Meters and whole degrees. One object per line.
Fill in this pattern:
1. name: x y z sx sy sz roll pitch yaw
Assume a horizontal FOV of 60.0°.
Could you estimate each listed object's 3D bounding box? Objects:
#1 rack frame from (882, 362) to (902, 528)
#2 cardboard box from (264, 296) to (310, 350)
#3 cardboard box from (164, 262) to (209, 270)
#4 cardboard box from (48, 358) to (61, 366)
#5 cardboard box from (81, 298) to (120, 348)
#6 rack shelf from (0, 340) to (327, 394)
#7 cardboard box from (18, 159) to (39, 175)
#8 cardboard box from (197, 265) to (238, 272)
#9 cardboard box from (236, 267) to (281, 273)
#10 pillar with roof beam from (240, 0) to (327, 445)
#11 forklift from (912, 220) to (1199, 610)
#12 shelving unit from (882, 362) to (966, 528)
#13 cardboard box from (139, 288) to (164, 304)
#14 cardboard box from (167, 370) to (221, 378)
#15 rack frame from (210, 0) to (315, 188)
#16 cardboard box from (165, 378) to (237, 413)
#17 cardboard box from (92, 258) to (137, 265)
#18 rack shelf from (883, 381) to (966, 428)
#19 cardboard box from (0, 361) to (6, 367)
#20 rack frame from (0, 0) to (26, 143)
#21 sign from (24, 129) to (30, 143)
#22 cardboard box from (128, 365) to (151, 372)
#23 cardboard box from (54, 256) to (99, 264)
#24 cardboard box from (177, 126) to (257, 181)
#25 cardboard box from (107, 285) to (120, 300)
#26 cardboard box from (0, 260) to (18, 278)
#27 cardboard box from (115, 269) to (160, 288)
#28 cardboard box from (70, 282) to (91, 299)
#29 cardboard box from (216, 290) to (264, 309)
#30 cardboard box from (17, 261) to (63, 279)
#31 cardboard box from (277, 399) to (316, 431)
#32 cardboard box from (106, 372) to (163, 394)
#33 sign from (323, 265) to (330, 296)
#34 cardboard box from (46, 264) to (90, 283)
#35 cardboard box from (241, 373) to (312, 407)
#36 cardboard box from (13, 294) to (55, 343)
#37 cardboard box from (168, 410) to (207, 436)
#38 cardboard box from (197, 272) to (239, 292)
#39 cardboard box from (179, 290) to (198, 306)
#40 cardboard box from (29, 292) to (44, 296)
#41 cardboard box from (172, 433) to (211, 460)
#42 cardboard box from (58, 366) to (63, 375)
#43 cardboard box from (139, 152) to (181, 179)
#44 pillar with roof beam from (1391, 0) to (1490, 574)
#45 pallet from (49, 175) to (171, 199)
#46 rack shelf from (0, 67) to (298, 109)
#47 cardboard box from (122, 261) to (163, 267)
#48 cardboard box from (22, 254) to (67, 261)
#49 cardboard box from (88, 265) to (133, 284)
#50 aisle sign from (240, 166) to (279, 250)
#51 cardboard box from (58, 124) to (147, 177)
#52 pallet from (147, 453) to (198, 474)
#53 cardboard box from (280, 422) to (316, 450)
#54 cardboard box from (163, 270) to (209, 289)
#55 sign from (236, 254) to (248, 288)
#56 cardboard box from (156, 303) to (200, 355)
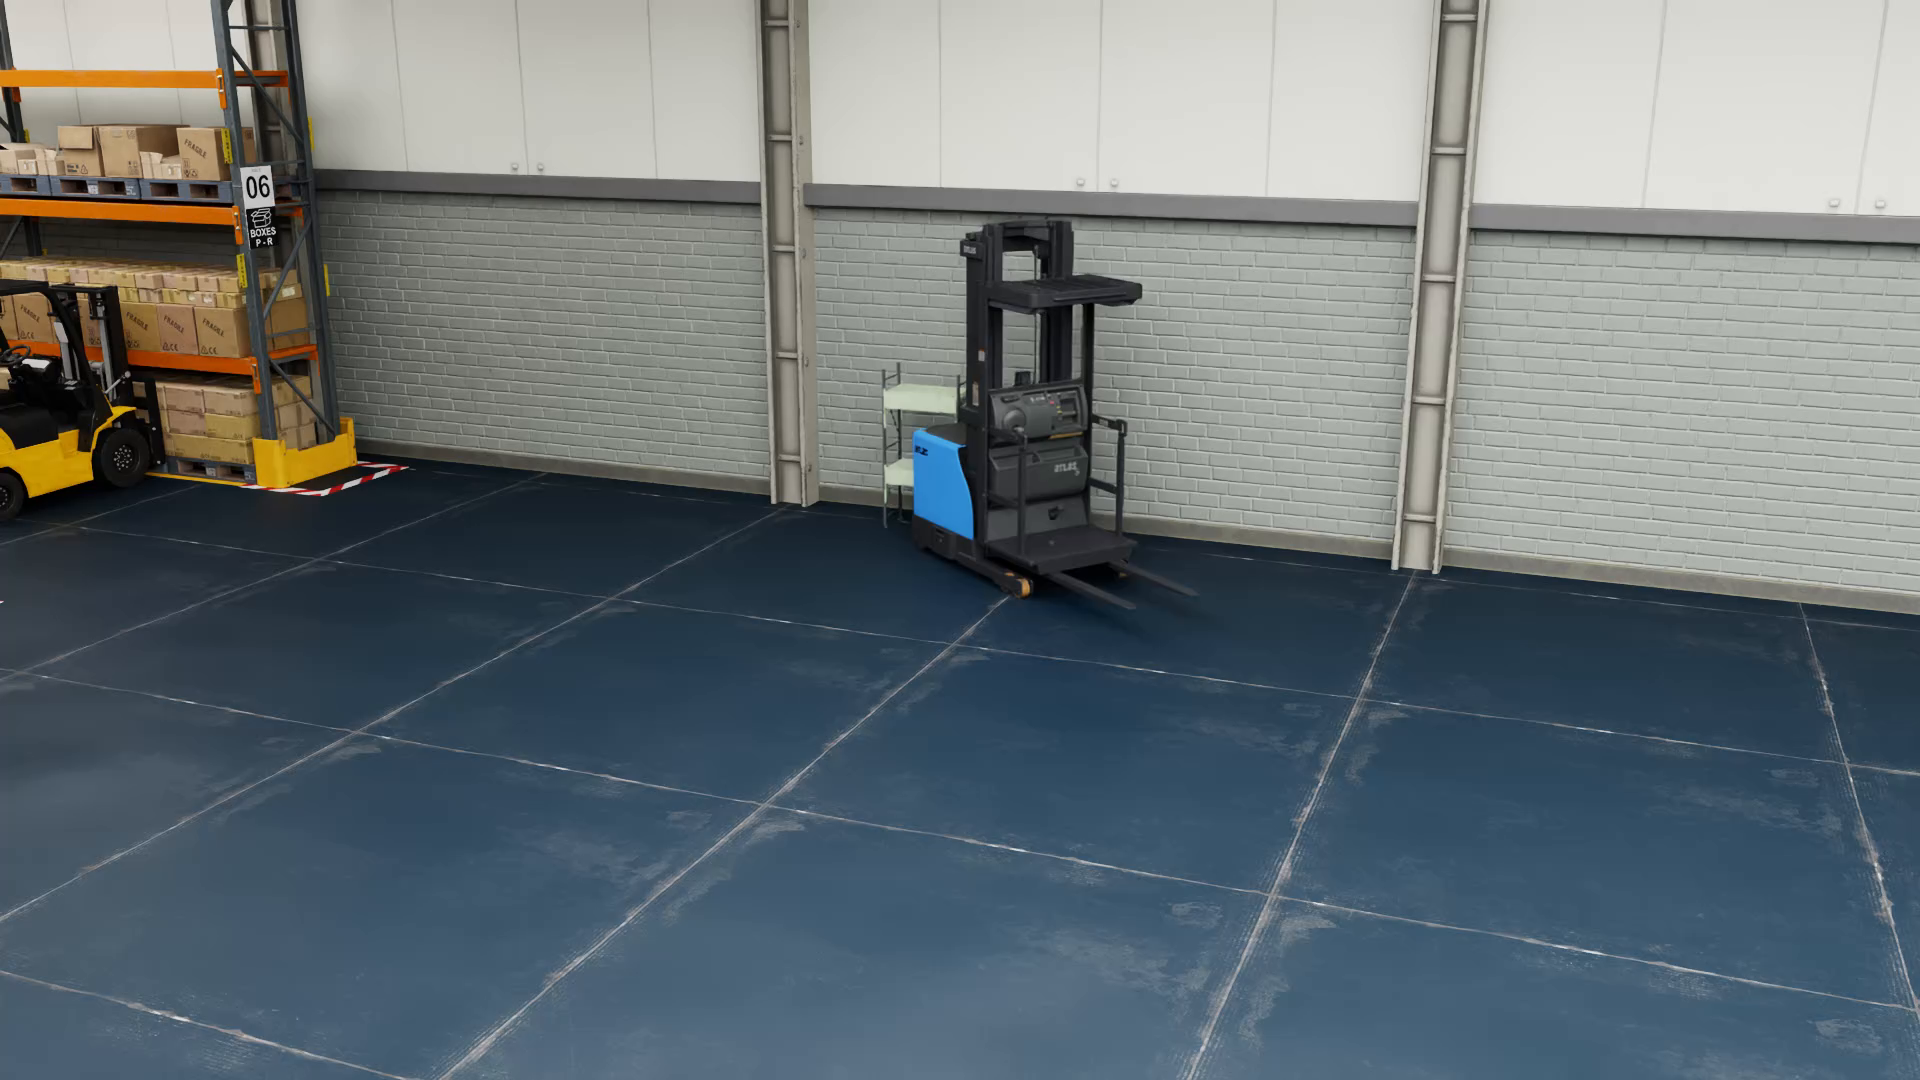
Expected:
1. rack frame: -0.635 -0.888 15.541 0.023 1.500 0.400 6 17 20
2. cardboard box: -7.254 -2.304 17.551 0.500 0.500 0.500 7 18 22
3. cardboard box: -8.298 -2.886 17.860 0.250 0.149 0.380 6 17 19
4. cardboard box: -10.088 -1.904 18.736 0.500 0.250 0.500 7 17 22
5. cardboard box: -8.877 -2.320 17.606 0.500 0.500 0.500 6 17 21
6. rack shelf: -8.756 -1.992 17.947 4.000 0.370 1.077 6 17 21
7. cardboard box: -9.595 -3.909 17.396 0.250 0.149 0.380 7 18 22
8. cardboard box: -7.836 -2.814 17.609 0.250 0.149 0.380 6 17 21
9. cardboard box: -7.354 -2.769 17.455 0.250 0.149 0.380 7 18 23
10. pillar with roof beam: -8.792 -4.203 13.510 0.400 9.000 9.100 6 17 21
11. forklift: 0.773 -1.079 13.634 1.130 2.935 3.031 -10 19 -30
12. shelving unit: -0.292 -0.851 15.416 0.755 1.500 0.431 6 17 20
13. cardboard box: -8.280 -2.560 17.268 0.250 0.149 0.380 6 17 19
14. cardboard box: -8.200 -1.697 18.024 0.500 0.250 0.500 6 17 20
15. rack frame: -6.895 -5.014 16.306 0.127 3.000 1.000 6 17 21
16. cardboard box: -7.915 -1.512 17.386 0.500 0.250 0.500 7 17 22
17. cardboard box: -9.249 -2.990 18.215 0.250 0.149 0.380 6 17 20
18. rack shelf: -0.292 -1.226 15.308 0.720 0.370 0.431 6 17 20
19. cardboard box: -11.106 -1.654 18.998 0.625 0.625 0.875 7 18 23
20. rack frame: -10.616 -5.424 17.715 0.127 3.000 1.000 6 17 21
21. sign: -10.414 -4.413 18.546 0.005 0.325 0.100 6 17 21
22. cardboard box: -9.145 -1.801 18.381 0.500 0.250 0.500 6 17 21
23. cardboard box: -9.739 -3.031 18.356 0.250 0.149 0.380 6 17 20
24. cardboard box: -7.396 -3.854 16.576 0.500 0.500 0.500 7 18 22
25. cardboard box: -8.722 -2.629 17.508 0.250 0.149 0.380 6 17 20
26. cardboard box: -10.429 -2.935 18.028 0.250 0.149 0.380 7 17 22
27. cardboard box: -8.530 -2.722 17.294 0.250 0.149 0.380 7 17 22
28. cardboard box: -9.236 -2.663 17.623 0.250 0.149 0.380 6 17 19
29. cardboard box: -7.321 -2.456 16.909 0.250 0.149 0.380 7 17 21
30. cardboard box: -9.912 -2.908 17.935 0.250 0.149 0.380 6 17 20
31. cardboard box: -7.256 -1.357 17.748 0.500 0.250 0.500 7 17 22
32. cardboard box: -8.857 -1.614 17.740 0.500 0.250 0.500 6 17 20
33. sign: -6.686 -2.730 17.504 0.005 0.325 0.100 6 17 21
34. cardboard box: -9.458 -2.836 17.685 0.250 0.149 0.380 6 17 20
35. cardboard box: -7.273 -1.593 17.666 0.500 0.250 0.500 6 17 20
36. cardboard box: -9.809 -2.428 17.979 0.500 0.500 0.500 7 17 22
37. cardboard box: -7.925 -1.277 17.476 0.500 0.250 0.500 6 17 20
38. cardboard box: -7.547 -2.635 16.993 0.250 0.149 0.380 6 17 21
39. cardboard box: -7.788 -2.517 17.119 0.250 0.149 0.380 7 17 22
40. cardboard box: -9.720 -2.711 17.790 0.250 0.149 0.380 7 17 22
41. cardboard box: -7.907 -1.034 17.534 0.500 0.250 0.500 6 17 21
42. cardboard box: -9.809 -1.718 18.097 0.500 0.250 0.500 6 17 21
43. cardboard box: -8.013 -3.791 16.780 0.258 0.266 0.396 6 17 21
44. pillar with roof beam: 2.371 -2.975 9.282 0.400 9.000 9.100 6 17 21
45. pallet: -8.682 -3.735 17.437 1.213 0.211 1.003 6 17 21
46. rack shelf: -8.756 -4.681 17.166 4.000 0.370 1.077 6 17 21
47. cardboard box: -8.805 -2.917 17.966 0.250 0.149 0.380 7 18 22
48. cardboard box: -10.208 -3.091 18.563 0.250 0.149 0.380 6 17 21
49. cardboard box: -8.963 -2.803 17.573 0.250 0.149 0.380 6 17 21
50. aisle sign: -6.942 -3.299 16.494 0.004 0.787 0.394 6 17 21
51. cardboard box: -8.843 -4.056 17.266 0.637 0.503 0.797 7 18 22
52. pallet: -8.753 -0.987 18.194 1.213 0.211 1.003 6 17 21
53. cardboard box: -7.280 -1.116 17.815 0.500 0.250 0.500 6 17 21
54. cardboard box: -8.004 -2.699 17.215 0.250 0.149 0.380 6 17 21
55. sign: -7.107 -2.664 16.468 0.005 0.325 0.100 6 17 21
56. cardboard box: -7.929 -2.219 17.258 0.500 0.500 0.500 7 18 22
